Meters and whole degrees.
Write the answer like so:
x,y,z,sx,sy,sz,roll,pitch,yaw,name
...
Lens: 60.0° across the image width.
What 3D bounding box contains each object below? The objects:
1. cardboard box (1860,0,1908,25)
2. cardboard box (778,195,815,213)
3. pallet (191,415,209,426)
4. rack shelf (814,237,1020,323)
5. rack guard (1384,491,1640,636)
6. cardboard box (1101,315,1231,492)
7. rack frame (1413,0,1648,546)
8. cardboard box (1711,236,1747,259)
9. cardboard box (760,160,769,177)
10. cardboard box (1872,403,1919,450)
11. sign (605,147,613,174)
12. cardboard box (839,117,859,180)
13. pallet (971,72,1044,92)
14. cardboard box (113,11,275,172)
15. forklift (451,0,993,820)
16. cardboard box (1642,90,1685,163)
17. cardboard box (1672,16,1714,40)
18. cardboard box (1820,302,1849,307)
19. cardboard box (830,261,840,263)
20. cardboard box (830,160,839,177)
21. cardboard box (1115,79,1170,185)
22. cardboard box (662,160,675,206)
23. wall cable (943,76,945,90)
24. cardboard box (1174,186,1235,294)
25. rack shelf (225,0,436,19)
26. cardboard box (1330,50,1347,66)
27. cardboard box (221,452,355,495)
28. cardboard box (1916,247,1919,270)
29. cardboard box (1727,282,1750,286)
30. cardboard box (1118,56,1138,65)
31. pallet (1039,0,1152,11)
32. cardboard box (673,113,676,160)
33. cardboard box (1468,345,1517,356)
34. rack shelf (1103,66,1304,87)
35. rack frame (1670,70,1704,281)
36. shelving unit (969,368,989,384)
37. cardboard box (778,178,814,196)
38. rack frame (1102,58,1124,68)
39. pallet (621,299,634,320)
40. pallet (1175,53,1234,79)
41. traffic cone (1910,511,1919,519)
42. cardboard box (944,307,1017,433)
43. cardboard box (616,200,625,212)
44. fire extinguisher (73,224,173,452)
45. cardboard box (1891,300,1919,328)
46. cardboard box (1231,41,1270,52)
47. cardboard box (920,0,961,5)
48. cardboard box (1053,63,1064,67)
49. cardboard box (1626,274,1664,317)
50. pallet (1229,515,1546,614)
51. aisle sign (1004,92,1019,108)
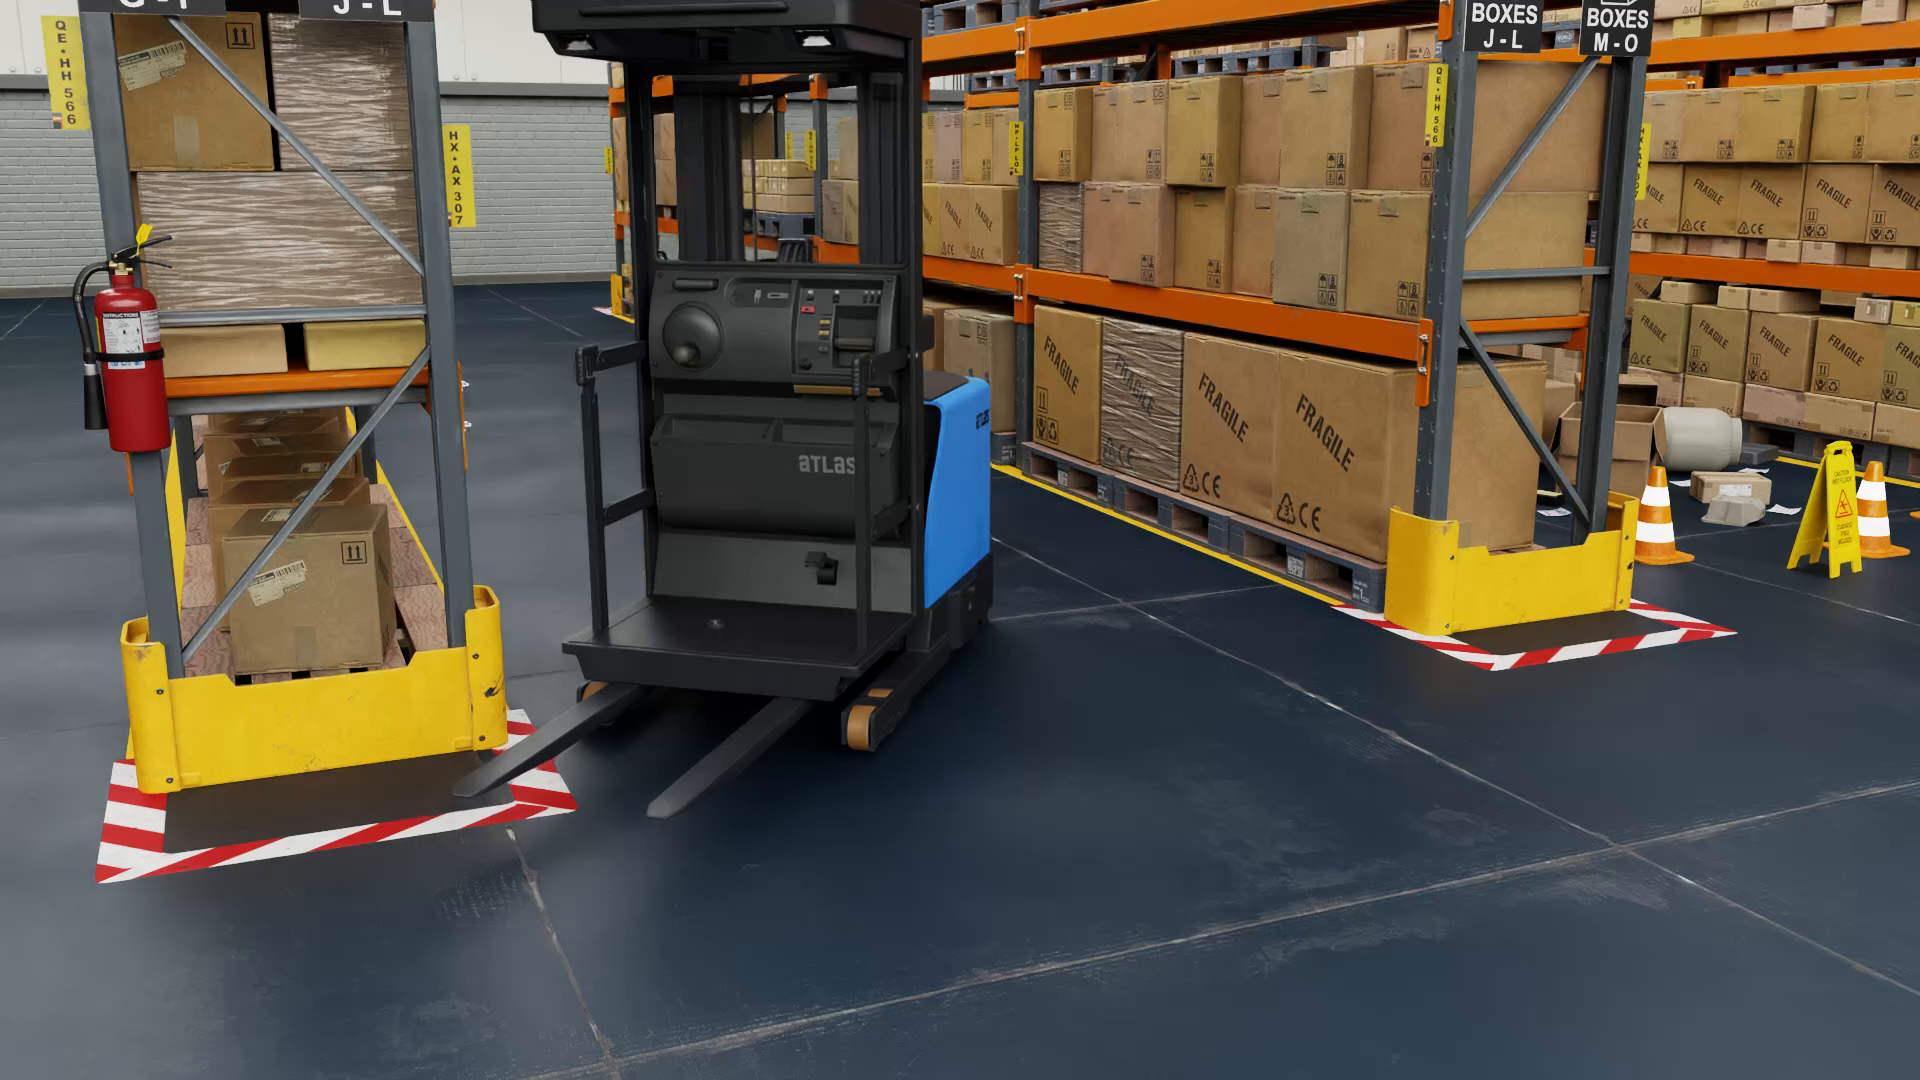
x,y,z,sx,sy,sz,roll,pitch,yaw,name
5.890,-3.309,10.420,0.380,0.149,0.250,-6,14,-24,cardboard box
-1.373,-2.936,14.528,0.380,0.149,0.250,-5,14,-22,cardboard box
-5.028,-0.846,12.057,1.003,0.211,1.213,-6,14,-23,pallet
0.046,-2.030,12.582,1.077,0.370,4.000,-6,14,-23,rack shelf
2.460,0.082,7.405,1.175,0.500,0.348,-6,14,-23,rack guard
1.400,-0.814,9.516,0.875,0.875,0.875,-6,14,-23,cardboard box
2.450,-1.140,7.145,1.000,3.000,0.127,-6,14,-23,rack frame
5.525,-2.064,11.695,0.380,0.149,0.250,-5,14,-21,cardboard box
-1.575,-3.331,14.917,0.380,0.149,0.250,-5,14,-21,cardboard box
6.174,-0.724,10.511,0.500,0.250,0.500,-6,14,-23,cardboard box
-4.456,-4.819,21.118,0.100,0.325,0.005,-6,14,-23,sign
-0.584,-3.235,13.757,0.700,0.500,0.500,-6,14,-23,cardboard box
0.842,-6.180,22.463,1.003,0.211,1.213,-6,14,-23,pallet
-2.582,-1.485,5.536,0.500,0.500,0.500,-6,14,-23,cardboard box
-0.735,-0.794,5.801,1.130,2.935,3.031,4,13,15,forklift
5.320,-3.005,12.102,0.700,0.500,0.500,-6,14,-24,cardboard box
5.294,-3.628,11.797,0.380,0.149,0.250,-6,14,-23,cardboard box
6.031,-1.462,12.039,0.500,0.500,0.500,-5,14,-22,cardboard box
-1.409,-2.625,16.510,0.500,0.250,0.500,-6,14,-25,cardboard box
-0.967,-3.385,15.148,0.380,0.149,0.250,-6,14,-23,cardboard box
1.381,-2.260,9.253,0.875,0.550,0.550,-6,14,-23,cardboard box
-3.017,-3.995,18.597,0.500,0.500,0.500,-6,14,-25,cardboard box
-1.311,-9.054,28.032,2.355,3.000,0.029,-6,14,-23,wall cable
1.660,-1.630,8.930,0.875,0.550,0.500,-6,14,-23,cardboard box
-2.936,-2.237,6.827,1.077,0.370,4.000,-6,14,-23,rack shelf
3.711,-4.520,15.651,0.380,0.149,0.250,-6,14,-23,cardboard box
-2.874,-0.082,7.184,0.500,0.500,0.500,-4,14,-18,cardboard box
6.208,-1.757,10.367,0.380,0.149,0.250,-5,14,-22,cardboard box
8.524,-2.628,17.907,0.875,0.625,0.625,-5,14,-21,cardboard box
2.018,-5.553,18.925,0.396,0.266,0.258,-6,14,-23,cardboard box
1.166,-3.215,9.653,1.003,0.211,1.213,-6,14,-23,pallet
-2.793,-4.373,18.013,0.500,0.500,0.500,-6,14,-25,cardboard box
3.724,-1.419,12.212,0.500,0.500,0.500,-6,14,-23,cardboard box
2.939,-4.785,17.836,1.077,0.370,4.000,-6,14,-23,rack shelf
8.287,-3.710,18.249,1.000,3.000,0.127,-6,14,-23,rack frame
-0.003,-0.440,8.776,0.258,0.900,0.210,-6,14,-23,shelving unit
-1.370,-3.081,14.497,0.380,0.149,0.250,-5,14,-22,cardboard box
2.138,-7.010,19.202,1.000,3.000,0.127,-6,14,-23,rack frame
-3.636,-2.901,20.935,1.003,0.211,1.213,-6,14,-23,pallet
2.983,-4.990,17.542,1.003,0.211,1.213,-5,14,-20,pallet
5.591,-0.345,9.333,0.336,0.463,0.334,-6,14,-23,traffic cone
0.516,-1.195,11.441,1.050,0.750,0.750,-6,14,-23,cardboard box
-4.130,-4.227,21.039,0.380,0.149,0.250,-6,14,-23,cardboard box
-2.512,-0.610,5.026,0.296,0.674,0.183,-6,14,-23,fire extinguisher
6.079,-1.419,10.412,0.380,0.149,0.250,-5,14,-22,cardboard box
3.170,-5.163,16.721,0.700,0.500,0.500,-6,15,-26,cardboard box
-0.056,-3.980,11.807,0.500,0.311,0.500,-6,14,-25,cardboard box
1.568,-6.128,20.662,0.797,0.503,0.637,-4,14,-19,cardboard box
7.921,-2.765,18.777,0.500,0.500,0.500,-5,14,-21,cardboard box
2.058,0.060,8.142,1.003,0.211,1.213,-6,14,-23,pallet
0.791,-6.223,23.342,0.394,0.787,0.004,-6,14,-23,aisle sign
